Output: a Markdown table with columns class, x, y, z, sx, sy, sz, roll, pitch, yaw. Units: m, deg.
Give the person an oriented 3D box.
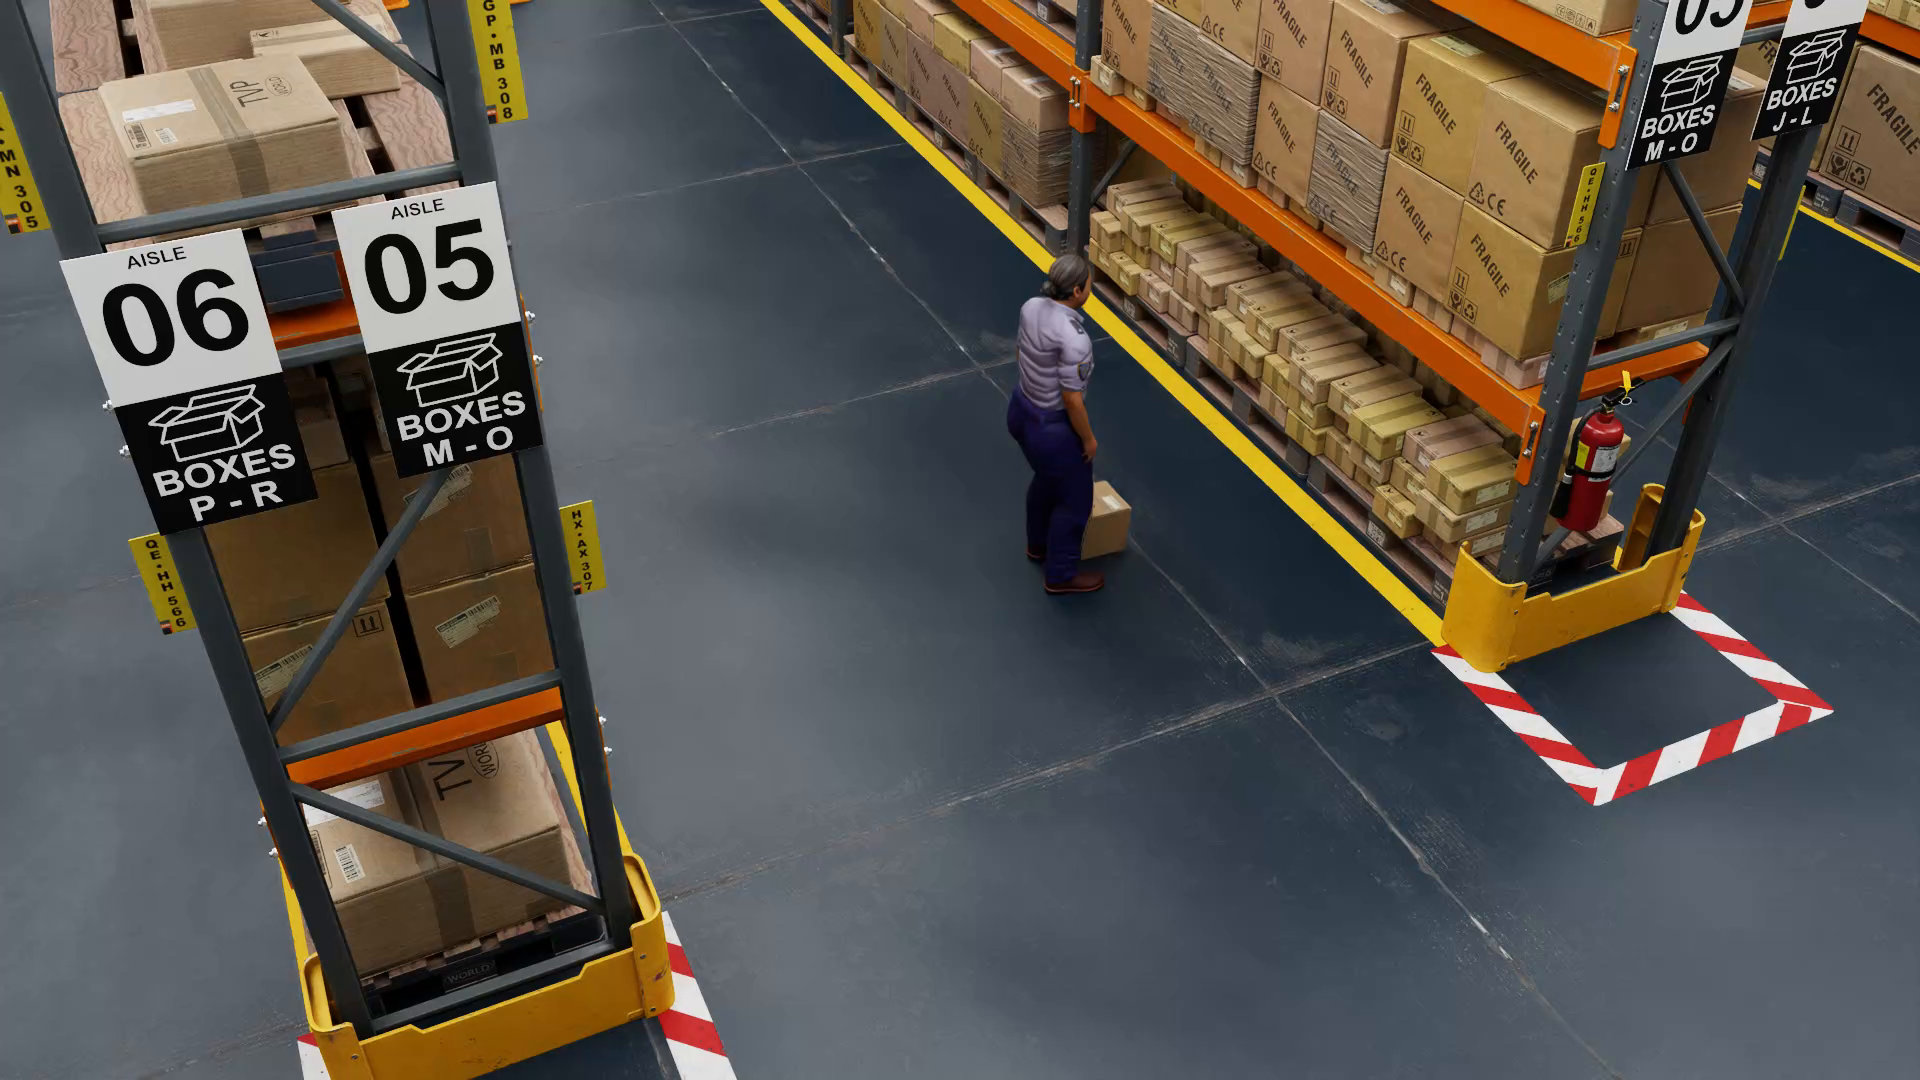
| class | x | y | z | sx | sy | sz | roll | pitch | yaw |
| --- | --- | --- | --- | --- | --- | --- | --- | --- | --- |
| person | 0.456 | -0.526 | 7.557 | 0.422 | 1.638 | 0.535 | -17 | 41 | -21 |
